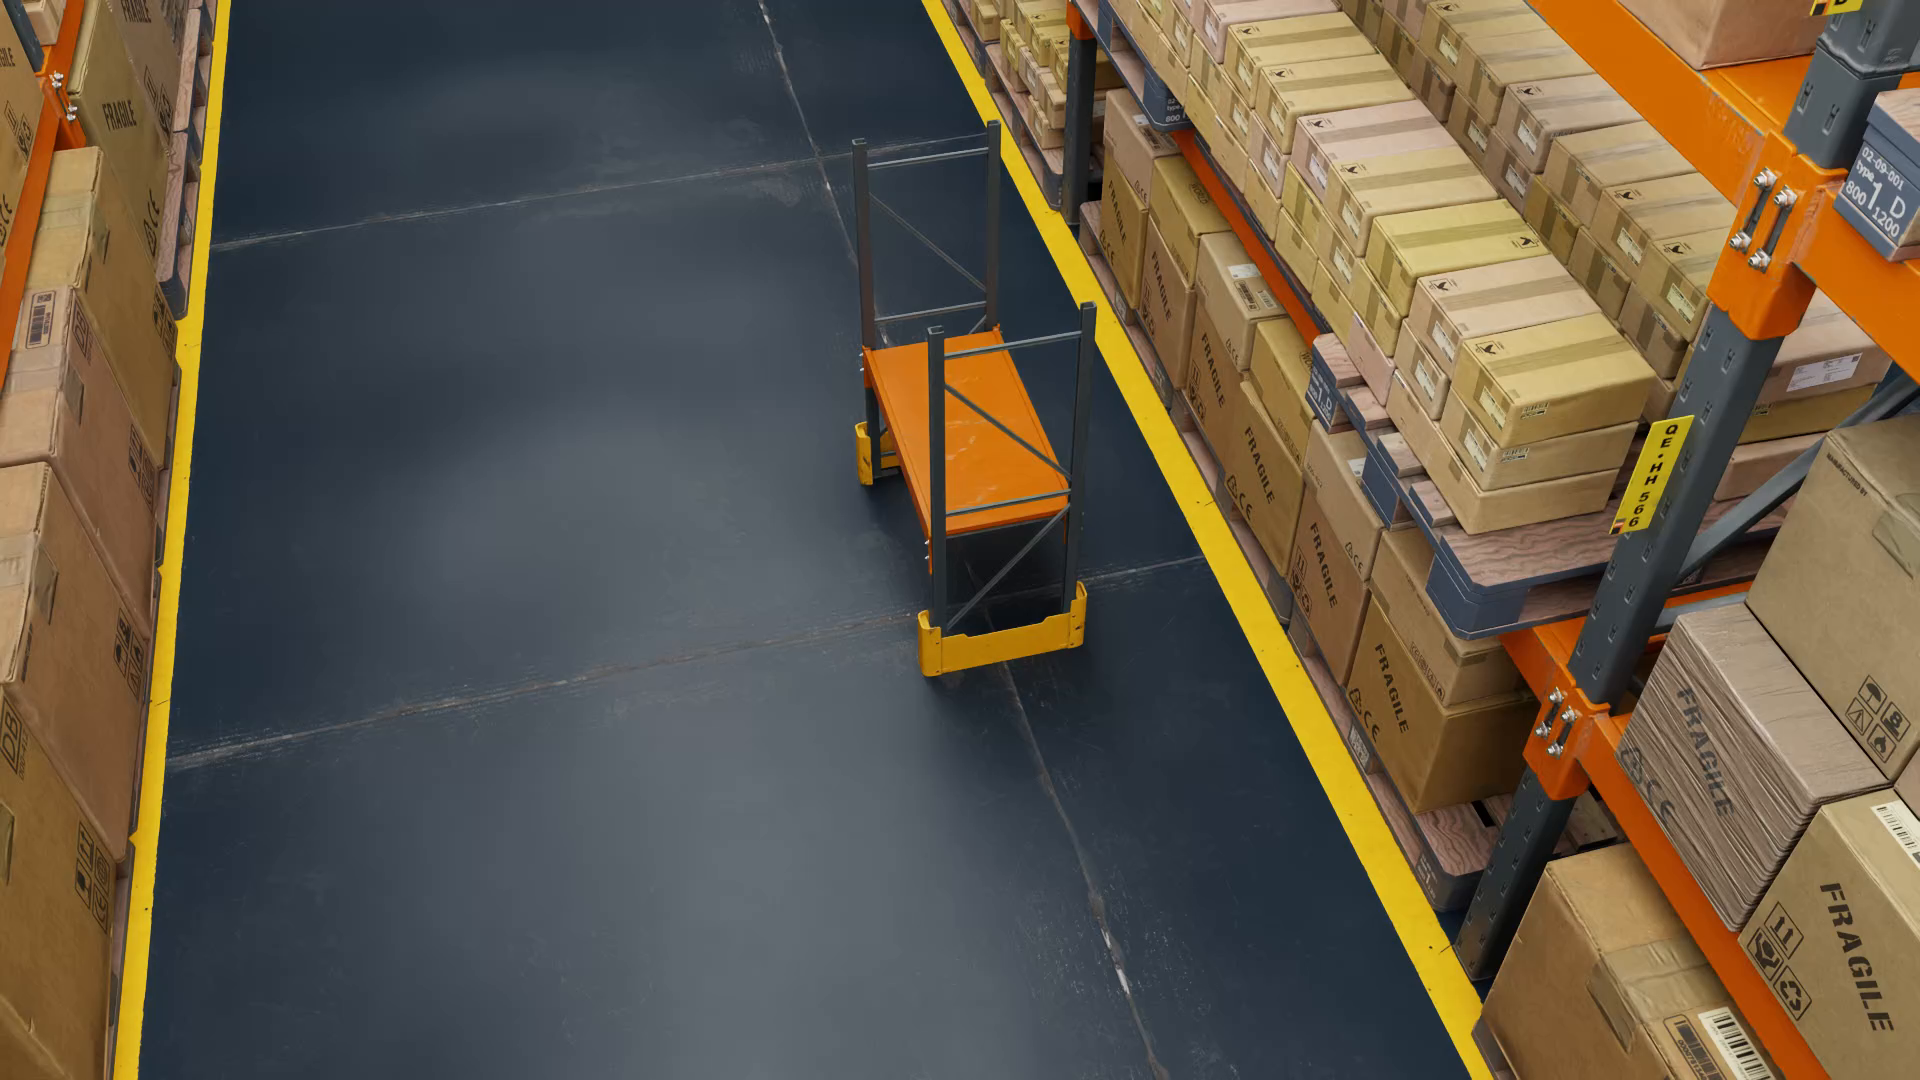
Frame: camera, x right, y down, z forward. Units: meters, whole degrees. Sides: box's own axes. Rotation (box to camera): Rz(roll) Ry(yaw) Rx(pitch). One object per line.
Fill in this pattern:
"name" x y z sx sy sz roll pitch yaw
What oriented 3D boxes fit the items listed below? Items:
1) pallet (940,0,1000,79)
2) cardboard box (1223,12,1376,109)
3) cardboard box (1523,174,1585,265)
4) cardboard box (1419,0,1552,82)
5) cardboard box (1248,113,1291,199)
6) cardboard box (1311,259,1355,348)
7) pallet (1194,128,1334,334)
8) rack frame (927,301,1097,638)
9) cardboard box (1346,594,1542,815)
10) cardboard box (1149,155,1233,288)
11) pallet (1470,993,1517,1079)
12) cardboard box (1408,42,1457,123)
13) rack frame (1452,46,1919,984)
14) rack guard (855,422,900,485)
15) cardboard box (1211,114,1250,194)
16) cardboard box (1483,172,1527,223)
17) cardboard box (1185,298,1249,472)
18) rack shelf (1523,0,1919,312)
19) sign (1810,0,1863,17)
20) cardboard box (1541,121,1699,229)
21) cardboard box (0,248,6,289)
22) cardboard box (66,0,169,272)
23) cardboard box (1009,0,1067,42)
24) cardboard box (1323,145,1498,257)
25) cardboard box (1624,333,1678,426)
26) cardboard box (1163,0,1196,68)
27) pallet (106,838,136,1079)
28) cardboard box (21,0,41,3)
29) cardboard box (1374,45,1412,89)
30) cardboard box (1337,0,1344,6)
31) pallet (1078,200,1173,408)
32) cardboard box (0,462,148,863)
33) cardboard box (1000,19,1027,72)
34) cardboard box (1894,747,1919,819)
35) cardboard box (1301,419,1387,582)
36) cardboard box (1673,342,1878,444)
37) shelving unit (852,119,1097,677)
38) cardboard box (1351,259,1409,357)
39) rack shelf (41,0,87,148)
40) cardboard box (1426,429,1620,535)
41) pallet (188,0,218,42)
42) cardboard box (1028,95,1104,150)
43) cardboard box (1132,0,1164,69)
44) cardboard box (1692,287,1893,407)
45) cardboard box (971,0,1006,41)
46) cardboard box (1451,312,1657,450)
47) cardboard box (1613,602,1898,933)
"pallet" 0.443 -2.949 8.992 1.003 0.211 1.213 -11 47 -10
"cardboard box" 1.026 -1.457 5.043 0.380 0.149 0.250 -9 46 -9
"cardboard box" 1.852 -0.940 4.745 0.380 0.149 0.250 -11 47 -10
"cardboard box" 1.660 -1.564 5.148 0.380 0.149 0.250 -11 47 -11
"cardboard box" 1.090 -1.173 4.973 0.380 0.149 0.250 -10 46 -9
"cardboard box" 1.230 -0.700 4.717 0.380 0.149 0.250 -11 47 -11
"pallet" 1.443 -1.154 5.415 1.003 0.211 1.213 -11 47 -10
"rack frame" 0.152 -0.115 5.313 0.500 1.500 0.032 -11 47 -10
"cardboard box" 1.568 0.459 5.156 0.500 0.500 0.500 -11 47 -11
"cardboard box" 1.038 -1.233 6.289 0.500 0.250 0.500 -10 46 -9
"pallet" 2.118 1.672 4.464 1.003 0.211 1.213 -11 47 -10
"cardboard box" 1.655 -1.470 5.264 0.380 0.149 0.250 -9 46 -9
"rack frame" 1.989 0.138 4.015 1.000 3.000 0.127 -11 47 -10
"rack guard" -0.108 -0.379 6.446 0.587 0.250 0.087 -11 47 -10
"cardboard box" 1.022 -1.252 5.258 0.380 0.149 0.250 -13 47 -12
"cardboard box" 1.791 -1.008 5.019 0.380 0.149 0.250 -9 46 -9
"cardboard box" 1.182 -0.613 6.207 0.500 0.500 0.500 -10 46 -10
"rack shelf" 1.477 -2.041 4.554 1.077 0.370 4.000 -11 47 -10
"sign" 1.464 -0.995 2.663 0.100 0.325 0.005 -11 47 -10
"cardboard box" 1.861 -1.022 4.617 0.380 0.149 0.250 -13 47 -12
"cardboard box" -3.211 -0.846 4.909 0.500 0.500 0.500 -11 47 -11
"cardboard box" -3.947 -1.660 6.971 0.875 0.875 0.875 -11 47 -10
"cardboard box" 0.448 -2.519 7.904 0.380 0.149 0.250 -11 47 -11
"cardboard box" 1.219 -0.922 4.519 0.380 0.149 0.250 -9 46 -9
"cardboard box" 2.001 -0.452 4.475 0.380 0.149 0.250 -9 46 -8
"cardboard box" 0.894 -1.709 5.498 0.380 0.149 0.250 -9 46 -9
"pallet" -2.960 1.393 4.737 1.003 0.211 1.213 -11 47 -10
"cardboard box" -3.723 -2.211 6.213 0.500 0.250 0.500 -11 47 -11
"cardboard box" 1.595 -1.546 5.547 0.380 0.149 0.250 -9 46 -9
"cardboard box" 1.461 -2.007 5.790 0.380 0.149 0.250 -12 47 -12
"pallet" 1.166 -1.111 7.191 1.003 0.211 1.213 -11 47 -10
"cardboard box" -3.209 0.474 4.878 1.225 0.875 0.875 -11 47 -10
"cardboard box" 0.410 -2.403 7.998 0.380 0.149 0.250 -12 47 -12
"cardboard box" 2.225 0.414 2.974 0.700 0.500 0.500 -11 47 -11
"cardboard box" 1.421 -0.168 5.245 0.500 0.250 0.500 -10 46 -10
"cardboard box" 2.059 -0.396 4.211 0.380 0.149 0.250 -9 46 -9
"shelving unit" 0.020 -0.472 5.663 0.587 1.500 1.083 -11 47 -10
"cardboard box" 1.283 -0.648 4.459 0.380 0.149 0.250 -10 46 -9
"rack shelf" -4.367 -2.916 7.511 1.077 0.370 4.000 -11 47 -10
"cardboard box" 1.418 -0.178 4.206 0.380 0.149 0.250 -10 46 -10
"pallet" -4.599 -3.035 9.076 1.003 0.211 1.213 -11 47 -10
"cardboard box" 0.535 -1.981 7.794 0.380 0.149 0.250 -10 46 -10
"cardboard box" 0.821 -1.790 5.786 0.380 0.149 0.250 -10 46 -10
"cardboard box" 2.057 -0.487 4.092 0.380 0.149 0.250 -11 47 -10
"cardboard box" 0.270 -2.696 8.494 0.380 0.149 0.250 -11 47 -10
"cardboard box" 1.420 -0.384 3.992 0.380 0.149 0.250 -12 47 -12
"cardboard box" 1.843 0.462 3.627 0.500 0.500 0.500 -10 46 -10
